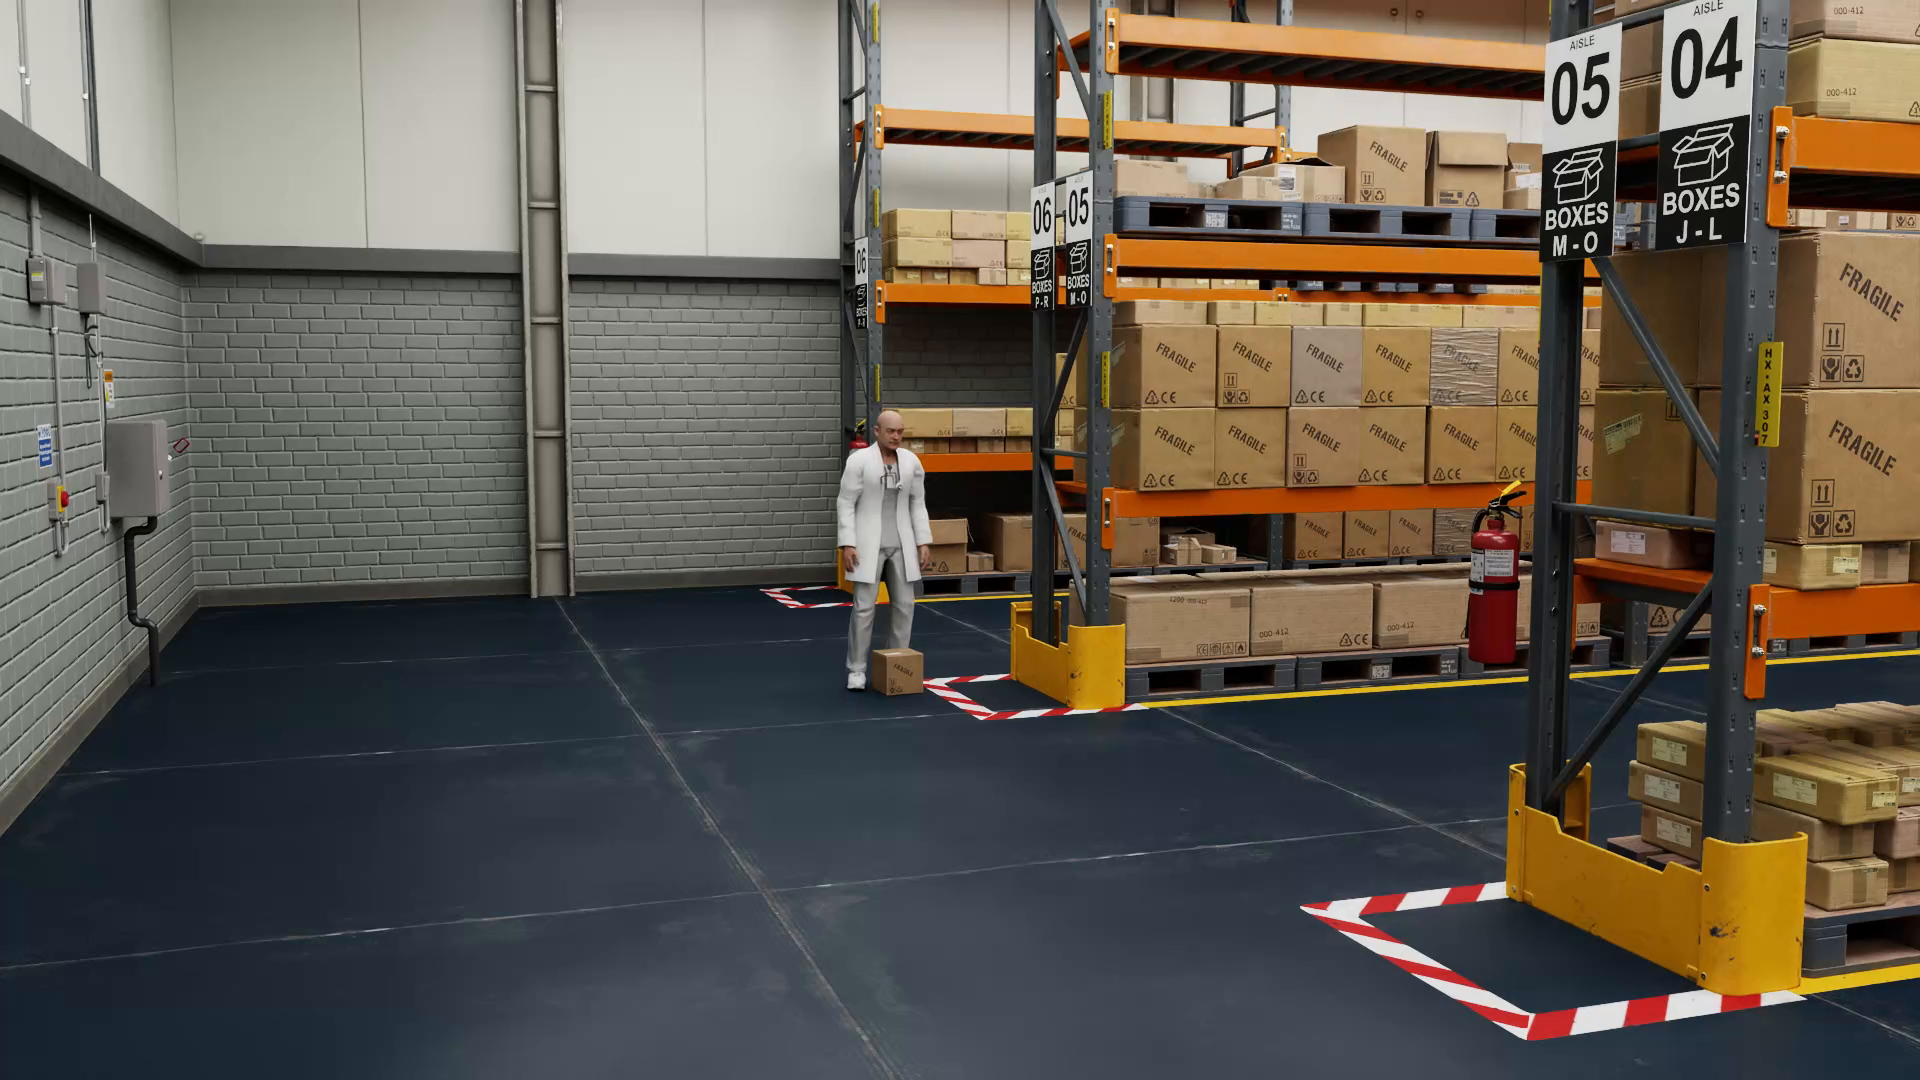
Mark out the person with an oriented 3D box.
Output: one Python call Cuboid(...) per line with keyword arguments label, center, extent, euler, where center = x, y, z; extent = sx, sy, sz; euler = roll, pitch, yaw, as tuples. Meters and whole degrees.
Cuboid(label="person", center=(-0.485, 0.053, 10.718), extent=(0.656, 1.774, 0.417), euler=(-3, 6, -25))
